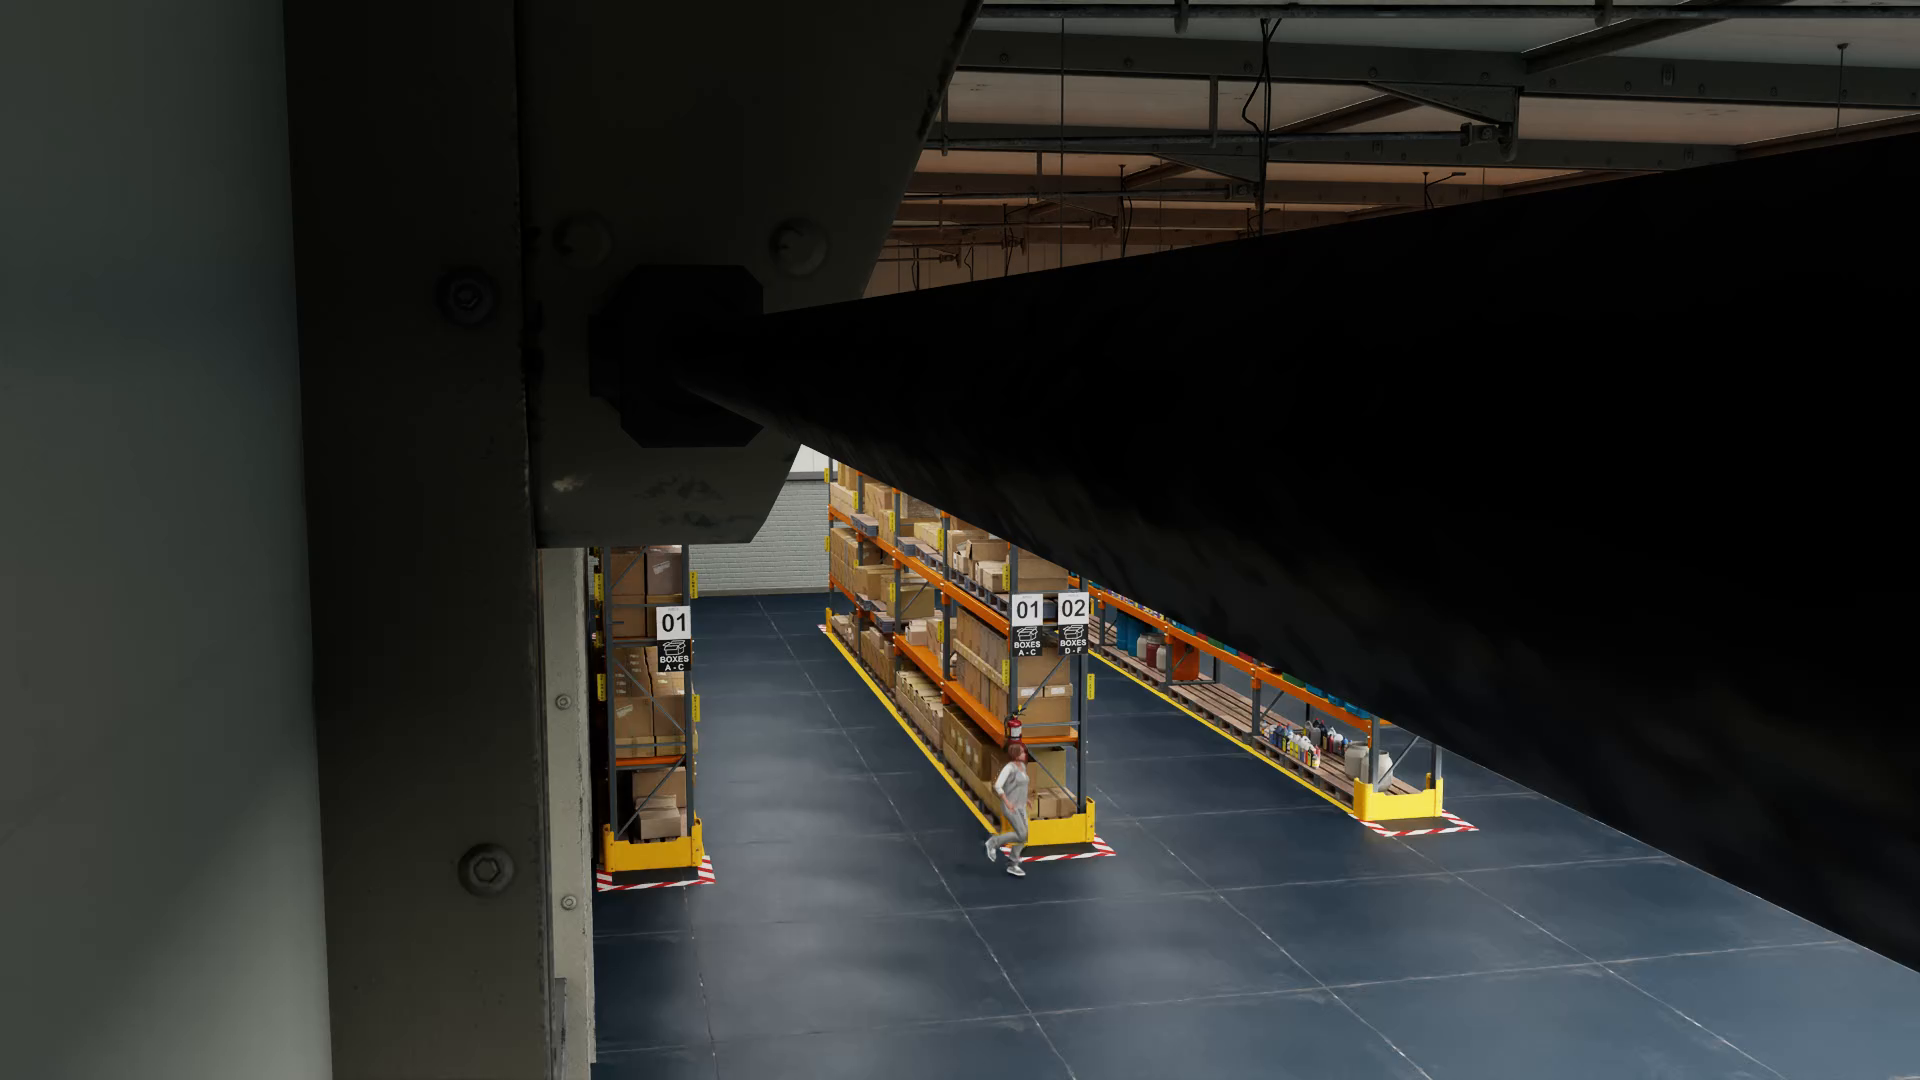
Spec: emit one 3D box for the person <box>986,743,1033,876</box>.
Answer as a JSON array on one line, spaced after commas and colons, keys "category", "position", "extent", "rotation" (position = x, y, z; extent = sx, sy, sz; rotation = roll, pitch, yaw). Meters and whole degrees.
[{"category": "person", "position": [0.643, 3.207, 19.996], "extent": [0.546, 1.524, 0.577], "rotation": [4, 8, 29]}]
